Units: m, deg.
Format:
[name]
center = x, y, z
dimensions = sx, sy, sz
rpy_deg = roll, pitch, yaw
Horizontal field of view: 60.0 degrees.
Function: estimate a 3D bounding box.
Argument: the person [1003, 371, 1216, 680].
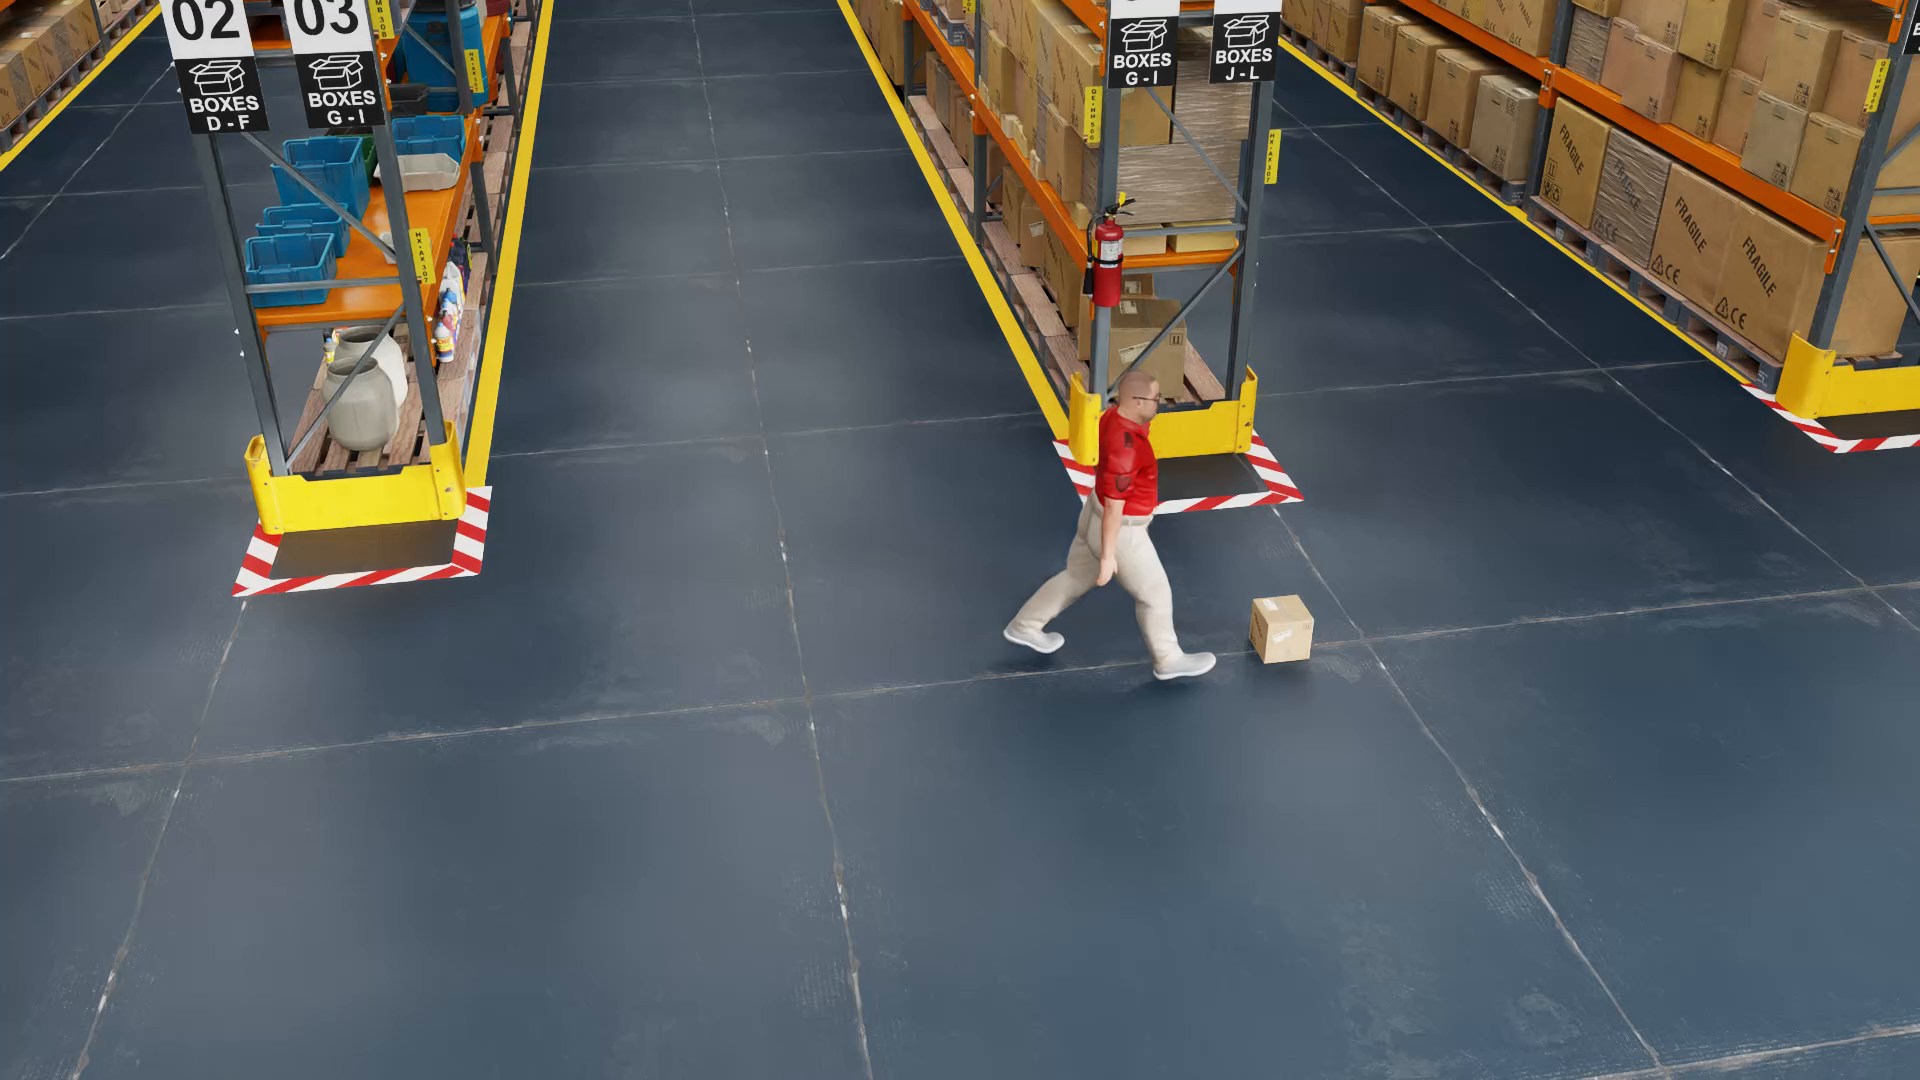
[person]
center = 0.780, -0.064, 8.280
dimensions = 1.072, 1.677, 0.557
rpy_deg = -4, 31, -6
